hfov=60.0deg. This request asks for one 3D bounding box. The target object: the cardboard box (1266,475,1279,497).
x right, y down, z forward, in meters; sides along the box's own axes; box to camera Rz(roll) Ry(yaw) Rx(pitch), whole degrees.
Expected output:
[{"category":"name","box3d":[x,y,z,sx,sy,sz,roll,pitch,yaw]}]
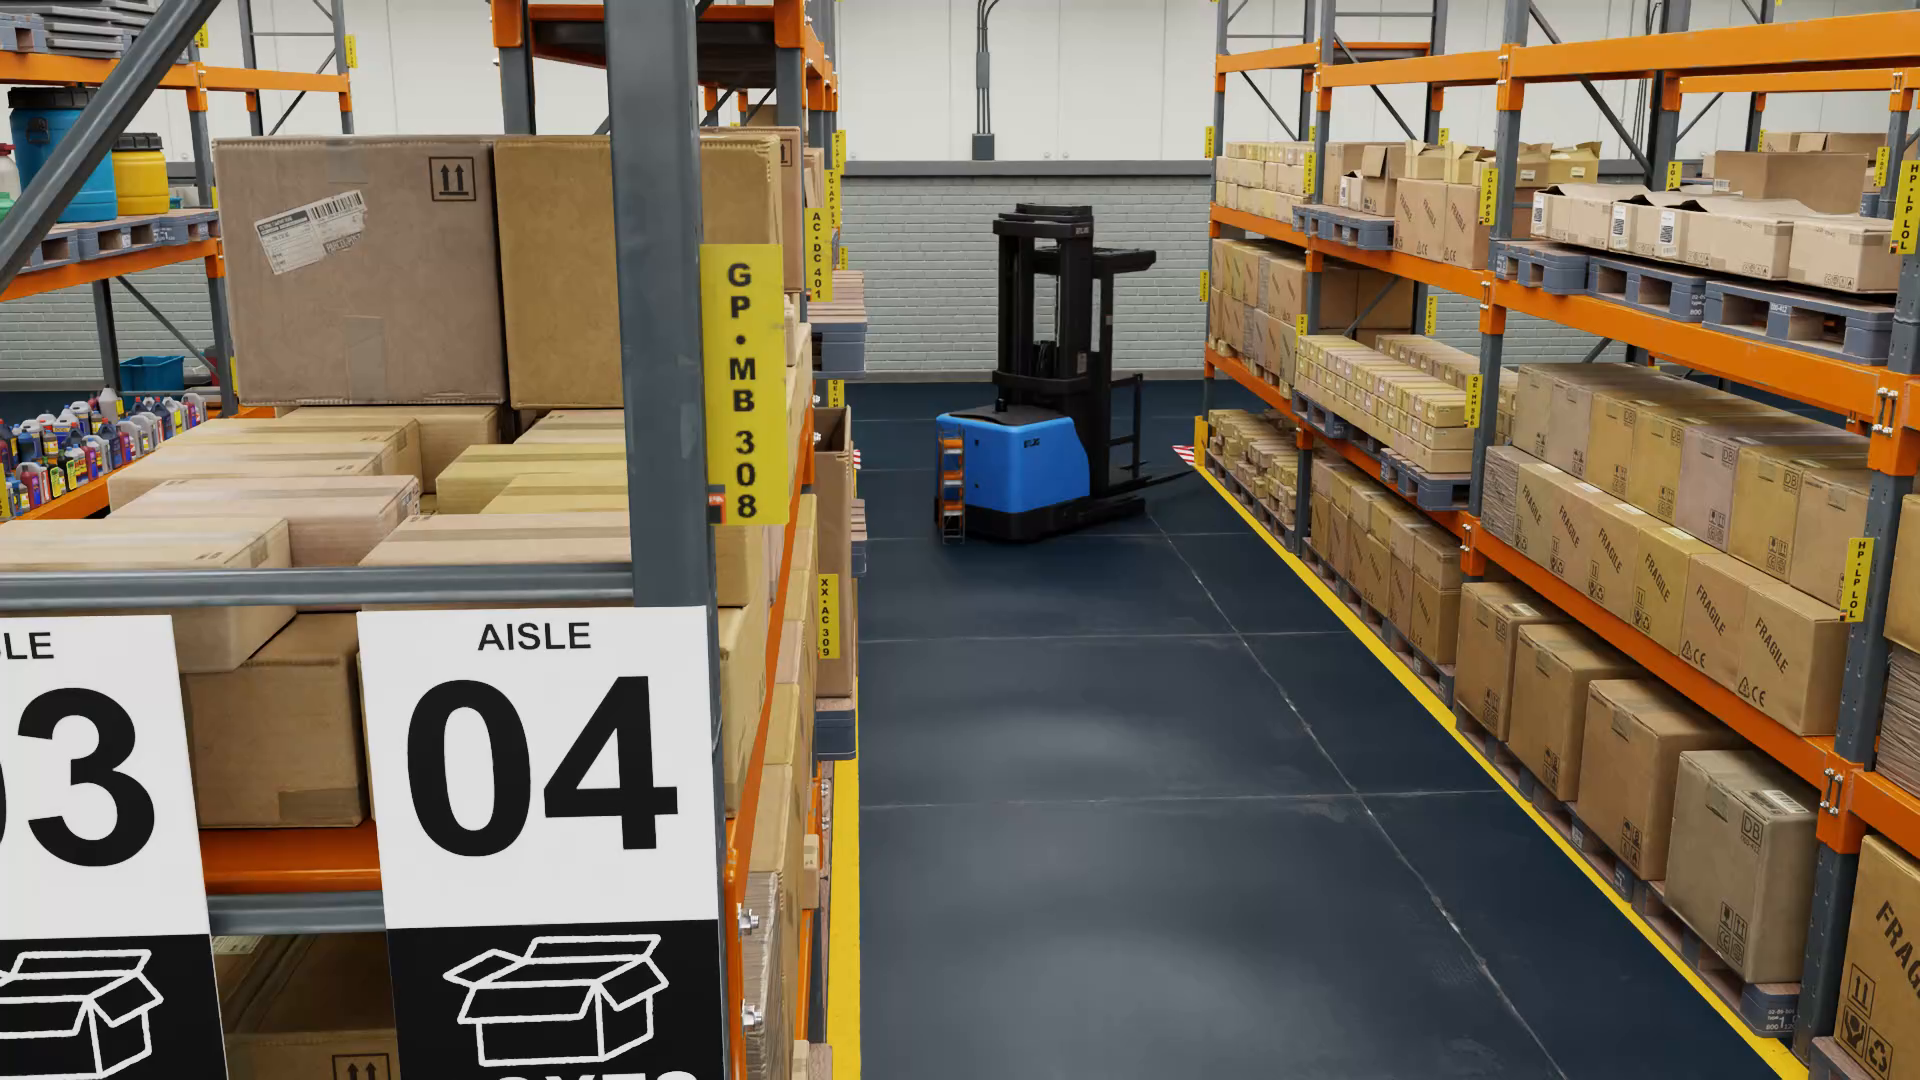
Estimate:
[{"category":"cardboard box","box3d":[3.021,-0.501,15.235,0.380,0.149,0.250,-1,14,-5]}]

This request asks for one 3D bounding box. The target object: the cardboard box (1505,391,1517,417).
[{"category":"cardboard box","box3d":[3.814,-0.887,10.921,0.380,0.149,0.250,-1,14,-5]}]

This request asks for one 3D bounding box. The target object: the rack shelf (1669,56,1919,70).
[{"category":"rack shelf","box3d":[3.793,-2.293,7.733,0.919,0.124,3.809,-1,14,-3]}]

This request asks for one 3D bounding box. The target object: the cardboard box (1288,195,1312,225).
[{"category":"cardboard box","box3d":[3.121,-2.825,14.268,0.500,0.250,0.500,-1,14,-2]}]

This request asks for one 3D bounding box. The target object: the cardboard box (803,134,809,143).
[{"category":"cardboard box","box3d":[-1.644,-3.222,14.267,0.700,0.500,0.500,-2,15,-7]}]

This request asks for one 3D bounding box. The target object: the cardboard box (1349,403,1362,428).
[{"category":"cardboard box","box3d":[3.085,-0.917,12.230,0.380,0.149,0.250,-2,15,-6]}]

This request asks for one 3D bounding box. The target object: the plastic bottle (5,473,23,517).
[{"category":"plastic bottle","box3d":[-5.915,-0.284,10.369,0.097,0.271,0.097,0,14,0]}]

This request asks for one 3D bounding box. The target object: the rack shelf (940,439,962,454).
[{"category":"rack shelf","box3d":[-0.074,-0.830,14.775,0.184,0.087,0.229,-2,15,-6]}]

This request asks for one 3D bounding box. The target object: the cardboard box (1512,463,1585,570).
[{"category":"cardboard box","box3d":[3.461,-0.139,9.345,0.500,0.500,0.500,-1,14,-4]}]

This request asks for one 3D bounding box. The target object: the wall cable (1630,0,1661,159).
[{"category":"wall cable","box3d":[11.007,-6.802,23.328,2.988,3.039,0.133,-1,14,-3]}]

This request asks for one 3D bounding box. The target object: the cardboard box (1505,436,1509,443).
[{"category":"cardboard box","box3d":[3.826,-0.595,10.982,0.380,0.149,0.250,0,14,-1]}]

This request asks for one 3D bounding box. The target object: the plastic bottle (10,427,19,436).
[{"category":"plastic bottle","box3d":[-6.773,-0.675,11.887,0.097,0.271,0.097,0,14,0]}]

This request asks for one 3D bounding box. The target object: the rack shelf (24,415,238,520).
[{"category":"rack shelf","box3d":[-6.355,-0.354,11.824,1.077,0.370,4.000,-1,14,-3]}]

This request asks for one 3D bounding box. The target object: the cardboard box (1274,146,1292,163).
[{"category":"cardboard box","box3d":[3.056,-3.475,14.991,0.380,0.149,0.250,-1,15,-6]}]

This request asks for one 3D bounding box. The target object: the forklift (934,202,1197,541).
[{"category":"forklift","box3d":[1.136,-1.706,15.773,1.130,2.935,3.031,13,19,41]}]

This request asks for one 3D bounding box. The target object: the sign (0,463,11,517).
[{"category":"sign","box3d":[-5.683,-0.294,9.821,0.100,0.325,0.005,-1,14,-3]}]

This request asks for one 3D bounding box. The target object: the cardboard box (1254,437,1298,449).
[{"category":"cardboard box","box3d":[3.079,-0.909,16.225,0.380,0.149,0.250,-1,14,-3]}]

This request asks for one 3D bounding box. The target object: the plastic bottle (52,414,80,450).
[{"category":"plastic bottle","box3d":[-2.788,-1.841,13.866,8.022,1.543,3.158,-1,14,-3]}]

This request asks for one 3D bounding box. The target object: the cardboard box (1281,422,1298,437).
[{"category":"cardboard box","box3d":[3.513,-1.114,17.021,0.380,0.149,0.250,-1,15,-6]}]

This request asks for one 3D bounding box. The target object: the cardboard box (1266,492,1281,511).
[{"category":"cardboard box","box3d":[3.043,-0.373,15.334,0.380,0.149,0.250,-1,14,-5]}]

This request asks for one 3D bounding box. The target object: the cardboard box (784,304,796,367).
[{"category":"cardboard box","box3d":[-0.662,-0.586,4.764,0.380,0.149,0.250,-1,14,-5]}]

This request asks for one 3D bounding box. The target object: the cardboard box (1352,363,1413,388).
[{"category":"cardboard box","box3d":[3.088,-1.203,12.151,0.380,0.149,0.250,0,14,-2]}]

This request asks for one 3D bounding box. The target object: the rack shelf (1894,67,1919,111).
[{"category":"rack shelf","box3d":[8.479,-3.295,12.018,1.077,0.370,4.000,-1,14,-3]}]

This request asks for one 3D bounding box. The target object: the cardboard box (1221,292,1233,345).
[{"category":"cardboard box","box3d":[2.984,-2.266,17.016,0.500,0.500,0.500,-1,14,-3]}]

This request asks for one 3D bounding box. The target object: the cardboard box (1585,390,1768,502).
[{"category":"cardboard box","box3d":[3.753,-0.500,8.742,0.700,0.500,0.500,-1,14,-4]}]

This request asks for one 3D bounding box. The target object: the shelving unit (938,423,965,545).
[{"category":"shelving unit","box3d":[-0.074,-0.499,14.861,0.215,1.050,0.252,-2,15,-6]}]

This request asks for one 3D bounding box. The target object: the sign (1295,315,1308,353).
[{"category":"sign","box3d":[2.880,-1.736,14.017,0.100,0.325,0.005,-1,14,-3]}]

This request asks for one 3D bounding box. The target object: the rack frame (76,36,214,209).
[{"category":"rack frame","box3d":[-6.479,-4.105,12.920,1.000,3.000,0.127,-1,14,-3]}]

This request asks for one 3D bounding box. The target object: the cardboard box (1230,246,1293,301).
[{"category":"cardboard box","box3d":[2.984,-2.628,16.416,0.500,0.500,0.500,-1,14,-5]}]

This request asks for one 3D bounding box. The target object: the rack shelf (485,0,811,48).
[{"category":"rack shelf","box3d":[-0.916,-1.344,3.642,1.077,0.370,4.000,-1,14,-3]}]

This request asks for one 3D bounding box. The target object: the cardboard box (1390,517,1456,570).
[{"category":"cardboard box","box3d":[3.323,0.020,11.597,0.500,0.250,0.500,-1,14,-3]}]

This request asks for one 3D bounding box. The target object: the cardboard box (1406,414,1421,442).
[{"category":"cardboard box","box3d":[3.165,-0.740,10.949,0.380,0.149,0.250,0,14,-1]}]

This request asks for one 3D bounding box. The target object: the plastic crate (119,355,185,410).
[{"category":"plastic crate","box3d":[-6.849,-1.331,14.093,0.392,0.384,0.575,-1,14,-3]}]

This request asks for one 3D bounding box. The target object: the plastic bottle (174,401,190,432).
[{"category":"plastic bottle","box3d":[-6.110,-0.955,12.969,0.152,0.276,0.135,-1,14,-3]}]

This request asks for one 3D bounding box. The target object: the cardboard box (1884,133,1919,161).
[{"category":"cardboard box","box3d":[8.528,-3.331,14.690,0.500,0.500,0.500,-1,14,-2]}]

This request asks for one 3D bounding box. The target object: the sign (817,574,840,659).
[{"category":"sign","box3d":[-0.499,0.284,6.164,0.100,0.325,0.005,-1,14,-3]}]

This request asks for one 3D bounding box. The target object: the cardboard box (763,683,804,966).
[{"category":"cardboard box","box3d":[-0.611,0.642,3.707,0.500,0.500,0.500,-1,14,-3]}]

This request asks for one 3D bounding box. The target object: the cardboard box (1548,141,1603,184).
[{"category":"cardboard box","box3d":[3.887,-2.437,10.723,0.396,0.266,0.258,-1,14,-3]}]

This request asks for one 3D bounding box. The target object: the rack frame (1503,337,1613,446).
[{"category":"rack frame","box3d":[3.665,-0.332,10.298,0.949,2.616,0.053,-1,14,-3]}]

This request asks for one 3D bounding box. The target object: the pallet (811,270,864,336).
[{"category":"pallet","box3d":[-1.039,-1.061,7.487,1.213,0.211,1.003,-1,14,-3]}]

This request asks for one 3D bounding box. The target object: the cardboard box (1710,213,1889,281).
[{"category":"cardboard box","box3d":[3.621,-1.273,7.193,0.500,0.250,0.500,-1,14,-4]}]

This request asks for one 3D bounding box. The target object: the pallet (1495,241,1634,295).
[{"category":"pallet","box3d":[3.762,-1.534,9.329,1.213,0.211,1.003,0,14,-1]}]

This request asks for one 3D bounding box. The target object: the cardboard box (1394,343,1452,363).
[{"category":"cardboard box","box3d":[3.672,-1.469,13.184,0.380,0.149,0.250,-1,14,-5]}]

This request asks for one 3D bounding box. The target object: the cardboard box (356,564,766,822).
[{"category":"cardboard box","box3d":[-0.564,0.205,2.492,0.500,0.250,0.500,0,14,-2]}]

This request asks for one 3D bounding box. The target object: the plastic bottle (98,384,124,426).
[{"category":"plastic bottle","box3d":[-6.778,-1.073,13.275,0.144,0.351,0.185,-1,14,-3]}]

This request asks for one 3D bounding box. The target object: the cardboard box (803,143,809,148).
[{"category":"cardboard box","box3d":[-1.490,-2.836,12.966,0.700,0.500,0.500,-1,14,-2]}]

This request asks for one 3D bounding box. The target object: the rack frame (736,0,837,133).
[{"category":"rack frame","box3d":[-1.784,-5.176,17.084,1.000,3.000,0.127,-1,14,-3]}]

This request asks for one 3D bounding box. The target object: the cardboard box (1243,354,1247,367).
[{"category":"cardboard box","box3d":[3.019,-1.792,16.477,0.380,0.149,0.250,-1,14,-5]}]

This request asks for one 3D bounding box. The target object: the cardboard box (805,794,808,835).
[{"category":"cardboard box","box3d":[-0.727,0.947,5.831,0.380,0.149,0.250,-1,14,-3]}]

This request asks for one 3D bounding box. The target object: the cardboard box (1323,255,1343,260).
[{"category":"cardboard box","box3d":[3.588,-2.374,15.431,0.500,0.500,0.500,-1,14,-3]}]
